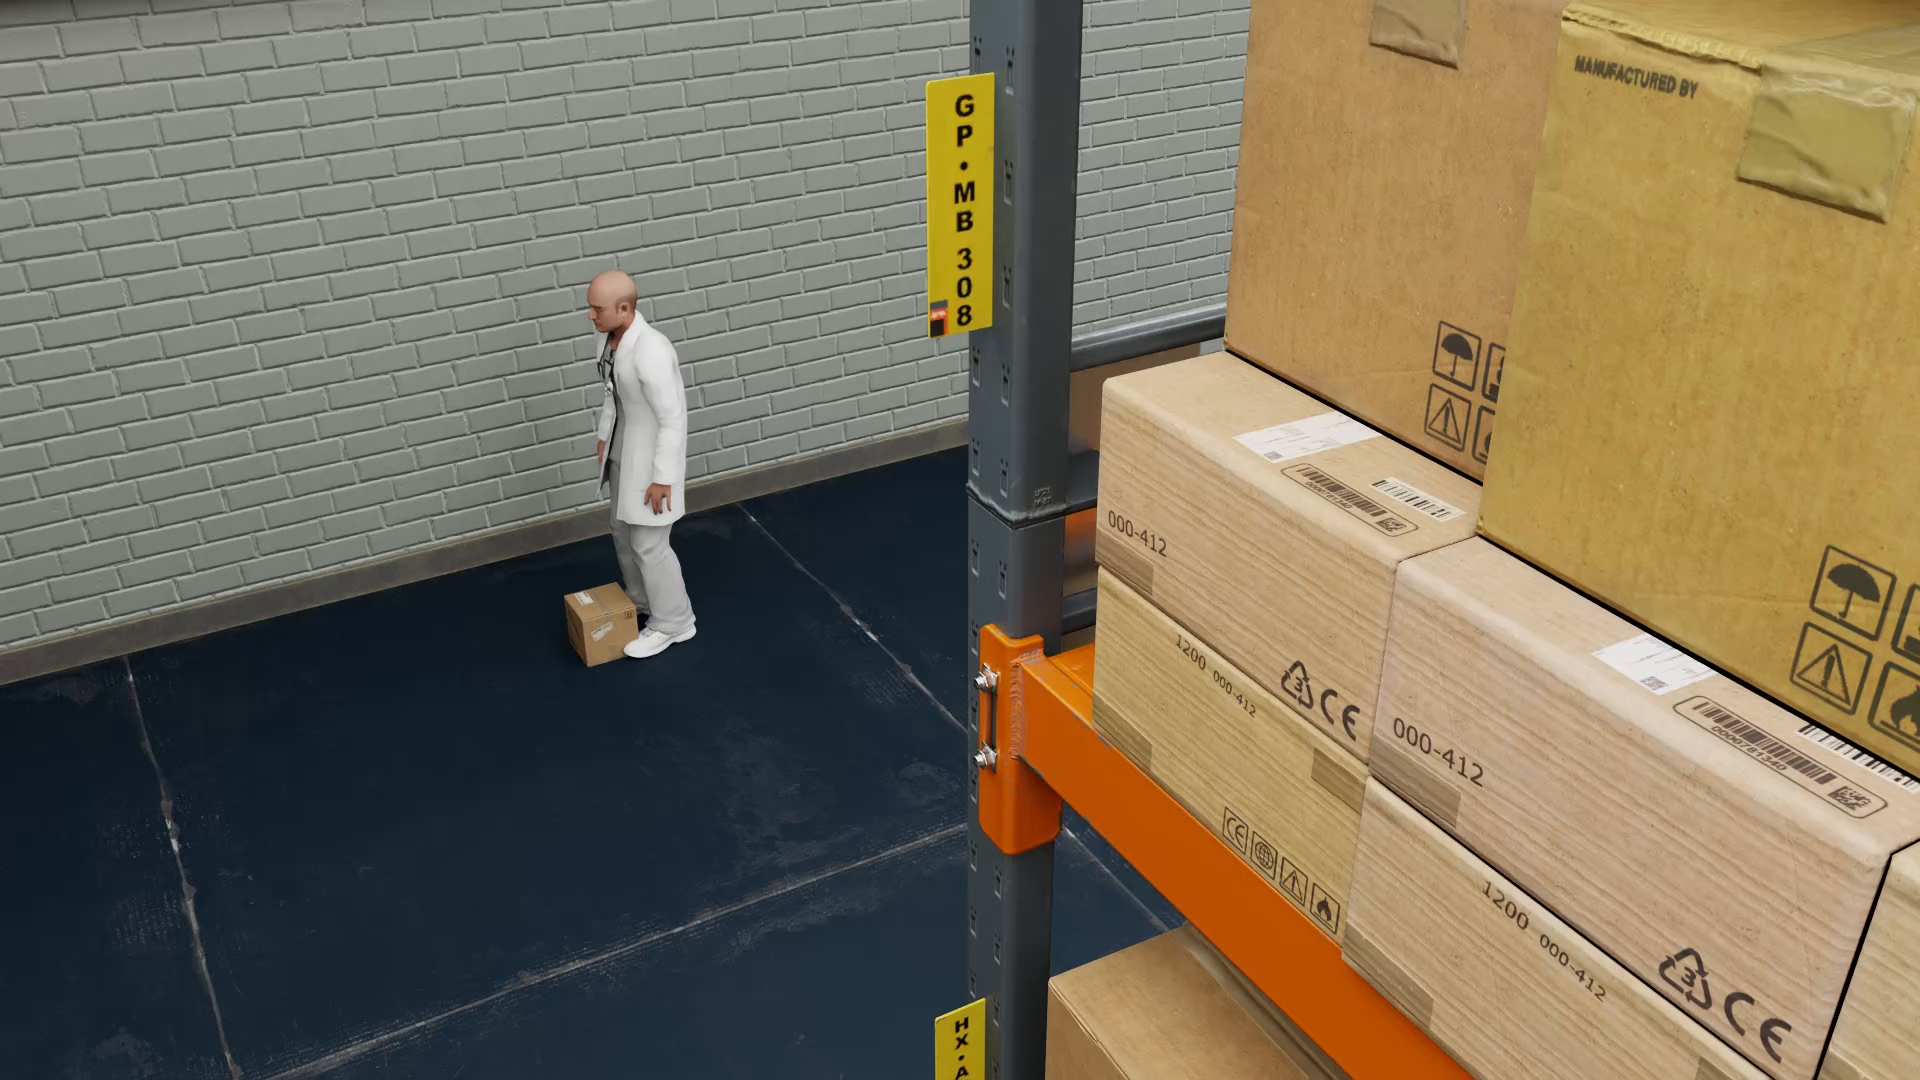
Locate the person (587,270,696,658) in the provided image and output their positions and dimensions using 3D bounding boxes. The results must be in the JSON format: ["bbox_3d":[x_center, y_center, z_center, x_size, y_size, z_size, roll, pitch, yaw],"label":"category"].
[{"bbox_3d":[-1.406,-0.345,7.275,0.429,1.772,0.649,-18,33,-29],"label":"person"}]
